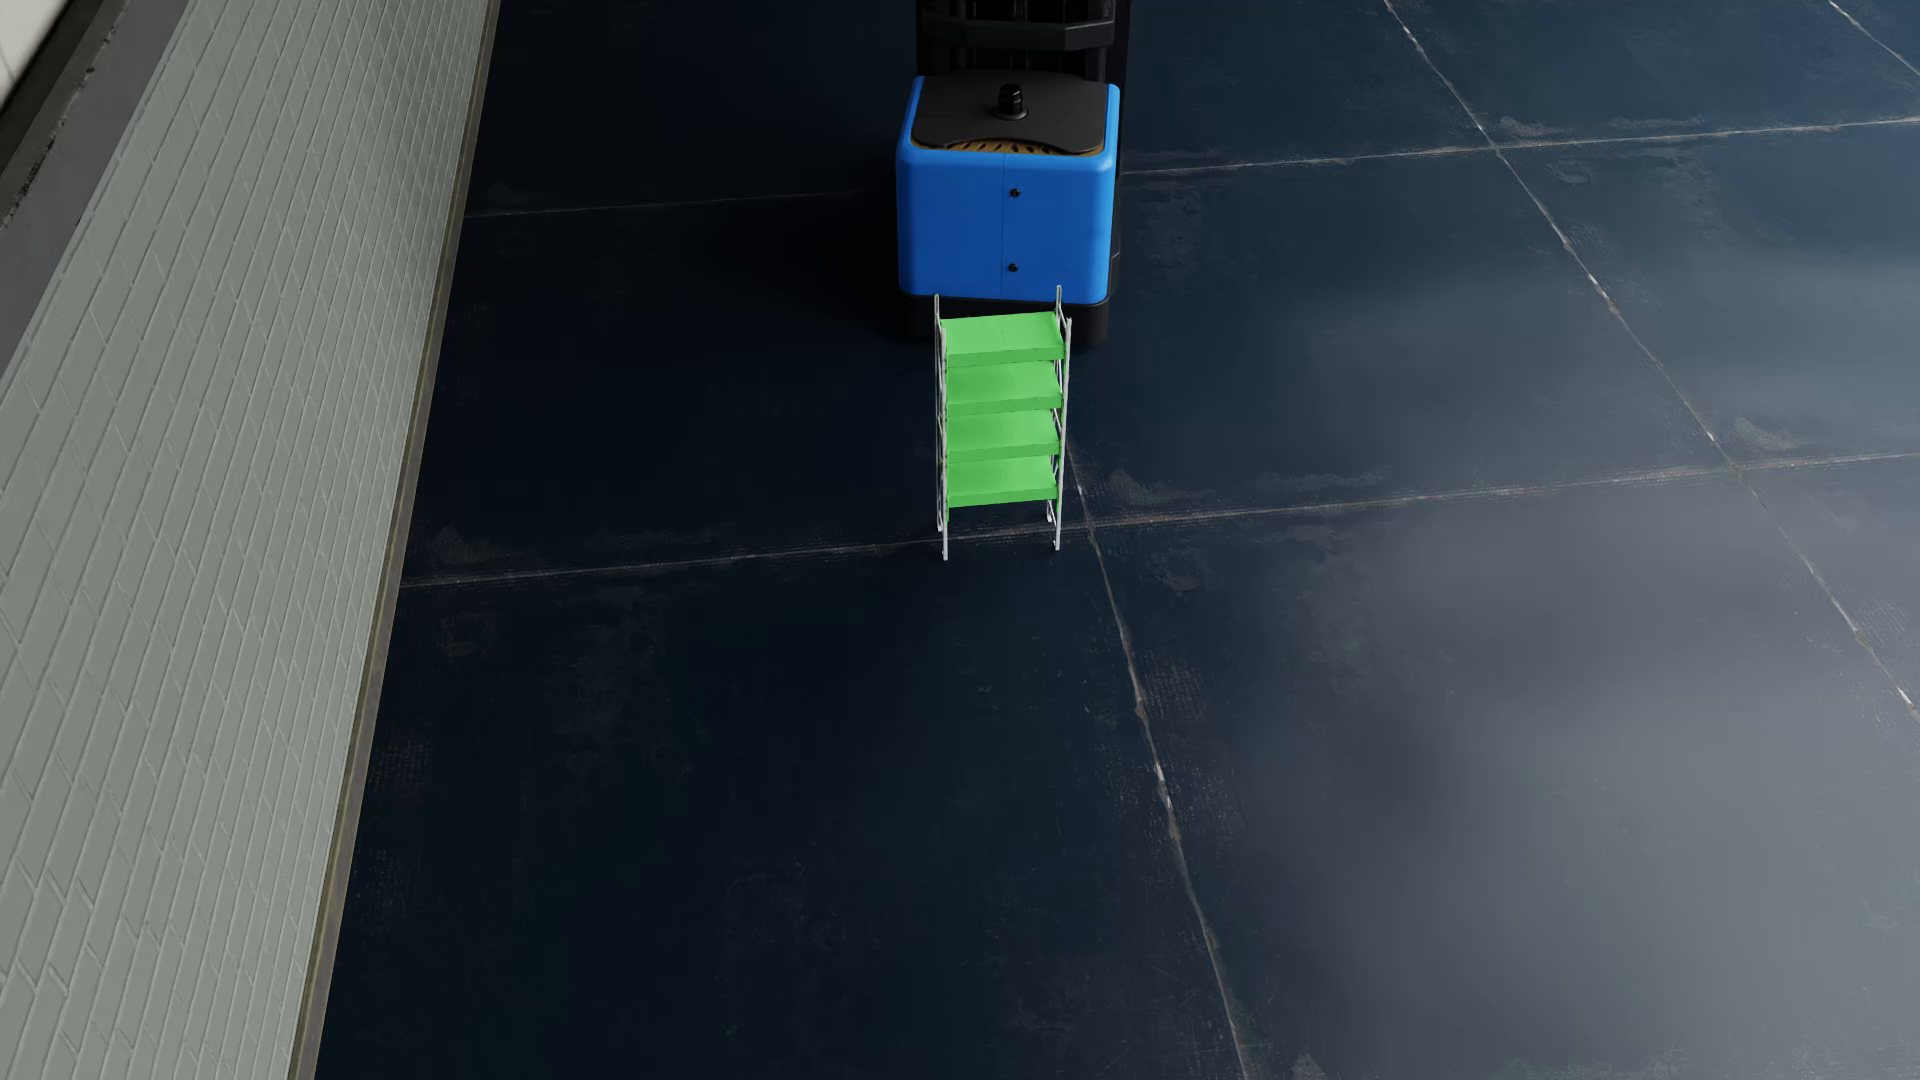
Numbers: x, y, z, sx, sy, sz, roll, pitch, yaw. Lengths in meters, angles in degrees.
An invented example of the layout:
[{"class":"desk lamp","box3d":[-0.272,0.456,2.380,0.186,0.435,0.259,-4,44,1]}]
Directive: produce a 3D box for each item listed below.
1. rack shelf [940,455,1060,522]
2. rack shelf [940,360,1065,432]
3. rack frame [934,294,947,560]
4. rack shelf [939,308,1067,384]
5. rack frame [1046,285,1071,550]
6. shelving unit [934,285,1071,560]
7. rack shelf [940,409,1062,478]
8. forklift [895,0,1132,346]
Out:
[{"class":"rack shelf","box3d":[0.164,-0.234,7.068,0.480,0.148,0.258,-5,42,-6]},{"class":"rack shelf","box3d":[0.164,-0.591,6.746,0.480,0.148,0.258,-5,42,-6]},{"class":"rack frame","box3d":[-0.078,-0.439,6.841,0.015,1.200,0.240,-5,42,-6]},{"class":"rack shelf","box3d":[0.164,-0.769,6.585,0.480,0.148,0.258,-5,42,-6]},{"class":"rack frame","box3d":[0.406,-0.481,6.888,0.015,1.200,0.240,-5,42,-6]},{"class":"shelving unit","box3d":[0.164,-0.460,6.864,0.503,1.200,0.258,-5,42,-6]},{"class":"rack shelf","box3d":[0.164,-0.412,6.907,0.480,0.148,0.258,-5,42,-6]},{"class":"forklift","box3d":[0.344,-3.026,8.417,1.130,2.935,3.031,4,42,4]}]
